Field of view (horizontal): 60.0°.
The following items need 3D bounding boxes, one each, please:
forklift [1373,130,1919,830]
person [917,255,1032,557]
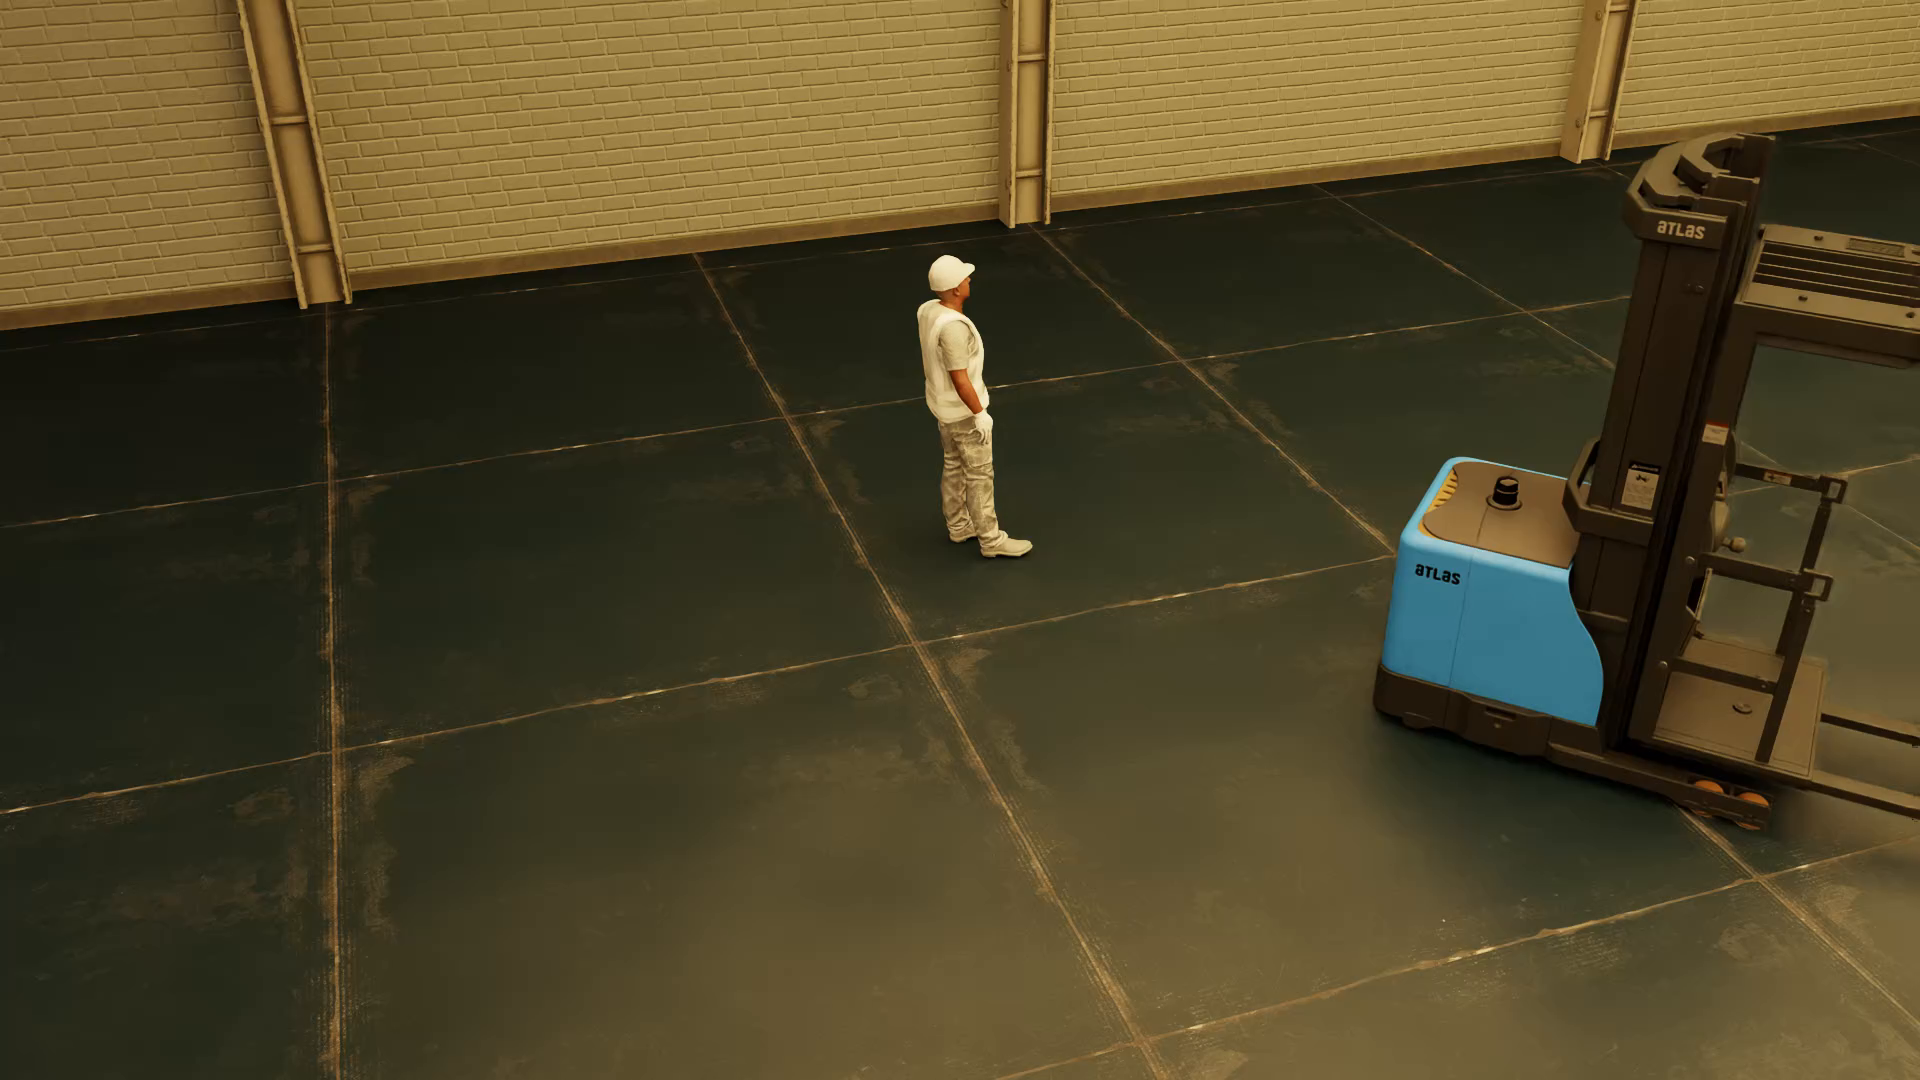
[{"bbox_3d":[3.644,-0.235,7.495,3.031,2.935,1.130,15,33,24],"label":"forklift"},{"bbox_3d":[0.071,-0.787,9.592,0.575,1.784,0.656,-10,31,-16],"label":"person"}]
